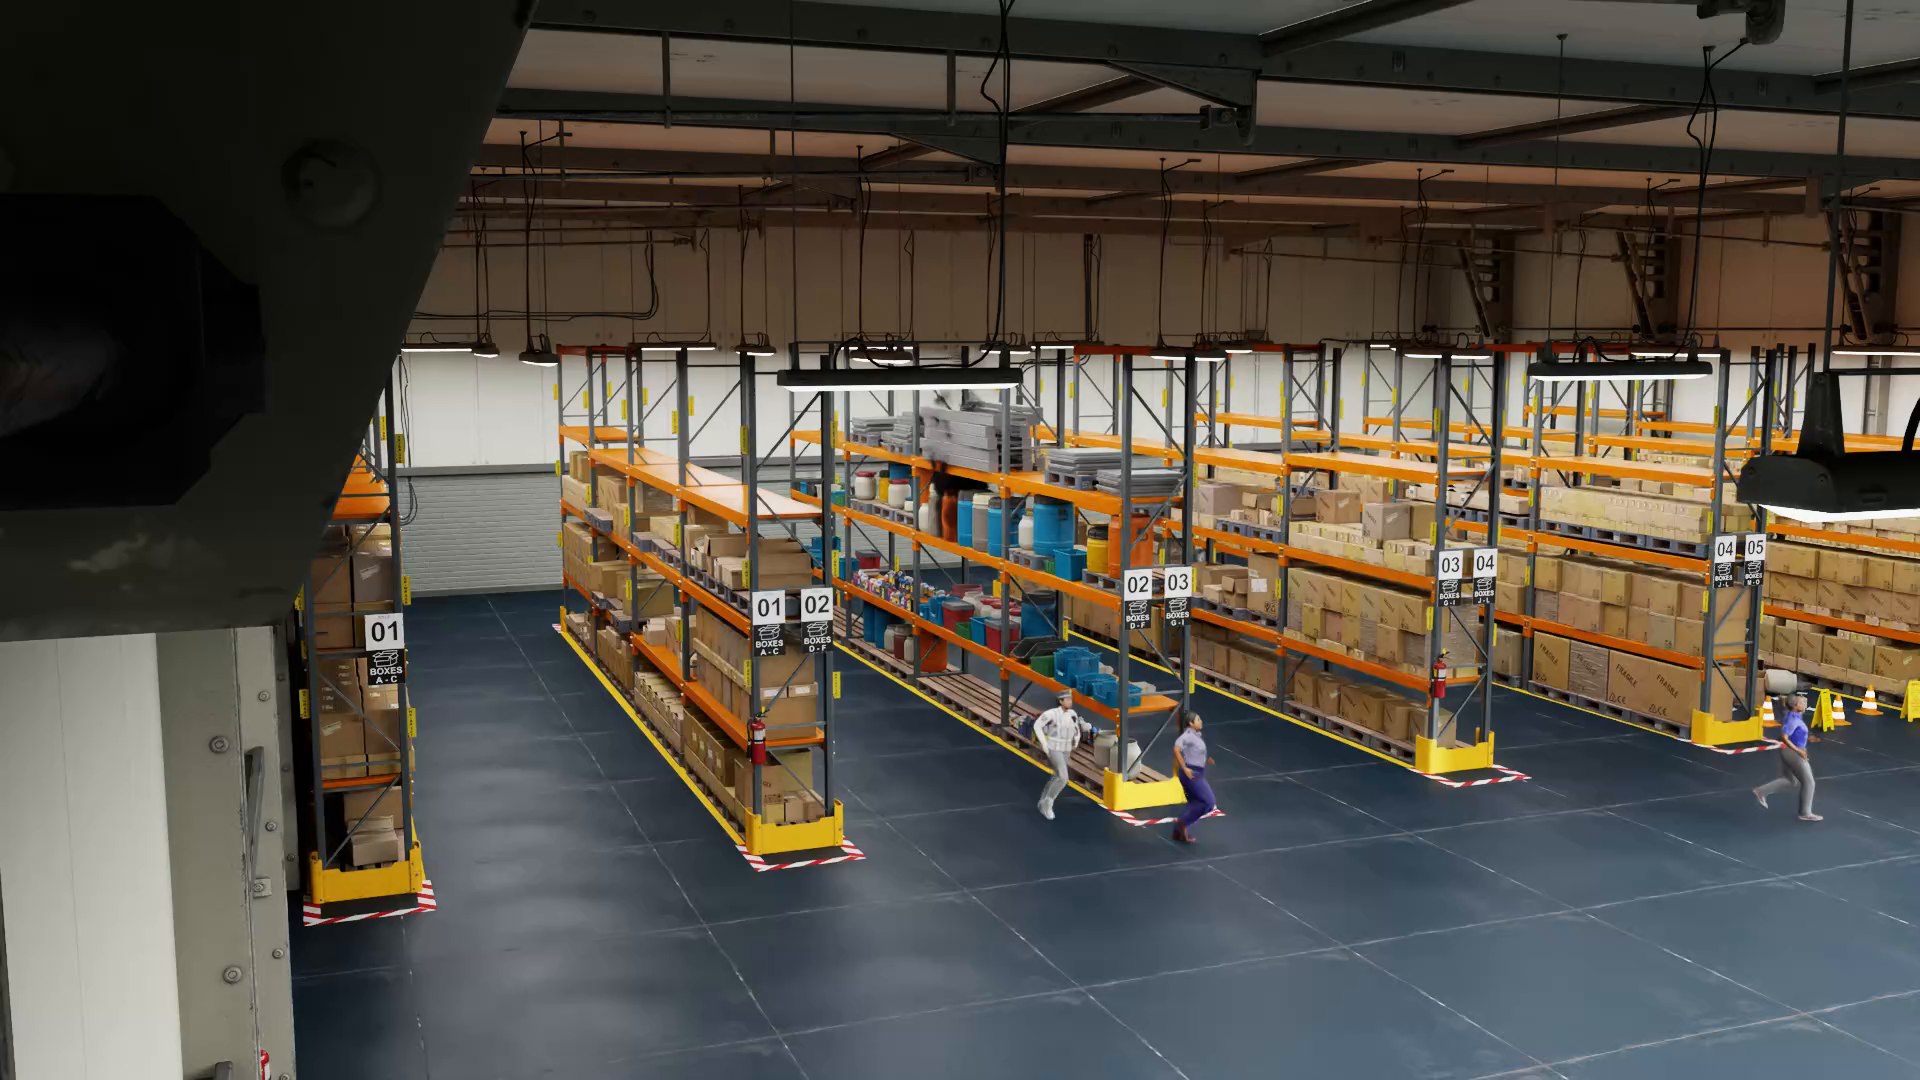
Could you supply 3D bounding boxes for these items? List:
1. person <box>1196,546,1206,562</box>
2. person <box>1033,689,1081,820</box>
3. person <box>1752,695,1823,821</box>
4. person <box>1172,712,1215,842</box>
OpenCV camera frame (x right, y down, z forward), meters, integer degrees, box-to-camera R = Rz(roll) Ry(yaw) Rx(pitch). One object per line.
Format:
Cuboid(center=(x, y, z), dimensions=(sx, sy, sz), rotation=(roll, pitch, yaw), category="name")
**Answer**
Cuboid(center=(6.159, 0.210, 41.607), dimensions=(0.689, 1.759, 0.674), rotation=(-4, 9, -31), category="person")
Cuboid(center=(1.317, 2.758, 21.675), dimensions=(0.610, 1.658, 0.589), rotation=(-6, 10, -40), category="person")
Cuboid(center=(10.734, 2.845, 21.490), dimensions=(0.834, 1.534, 0.588), rotation=(2, 8, 16), category="person")
Cuboid(center=(2.907, 2.941, 20.629), dimensions=(0.533, 1.578, 0.637), rotation=(1, 7, 10), category="person")
